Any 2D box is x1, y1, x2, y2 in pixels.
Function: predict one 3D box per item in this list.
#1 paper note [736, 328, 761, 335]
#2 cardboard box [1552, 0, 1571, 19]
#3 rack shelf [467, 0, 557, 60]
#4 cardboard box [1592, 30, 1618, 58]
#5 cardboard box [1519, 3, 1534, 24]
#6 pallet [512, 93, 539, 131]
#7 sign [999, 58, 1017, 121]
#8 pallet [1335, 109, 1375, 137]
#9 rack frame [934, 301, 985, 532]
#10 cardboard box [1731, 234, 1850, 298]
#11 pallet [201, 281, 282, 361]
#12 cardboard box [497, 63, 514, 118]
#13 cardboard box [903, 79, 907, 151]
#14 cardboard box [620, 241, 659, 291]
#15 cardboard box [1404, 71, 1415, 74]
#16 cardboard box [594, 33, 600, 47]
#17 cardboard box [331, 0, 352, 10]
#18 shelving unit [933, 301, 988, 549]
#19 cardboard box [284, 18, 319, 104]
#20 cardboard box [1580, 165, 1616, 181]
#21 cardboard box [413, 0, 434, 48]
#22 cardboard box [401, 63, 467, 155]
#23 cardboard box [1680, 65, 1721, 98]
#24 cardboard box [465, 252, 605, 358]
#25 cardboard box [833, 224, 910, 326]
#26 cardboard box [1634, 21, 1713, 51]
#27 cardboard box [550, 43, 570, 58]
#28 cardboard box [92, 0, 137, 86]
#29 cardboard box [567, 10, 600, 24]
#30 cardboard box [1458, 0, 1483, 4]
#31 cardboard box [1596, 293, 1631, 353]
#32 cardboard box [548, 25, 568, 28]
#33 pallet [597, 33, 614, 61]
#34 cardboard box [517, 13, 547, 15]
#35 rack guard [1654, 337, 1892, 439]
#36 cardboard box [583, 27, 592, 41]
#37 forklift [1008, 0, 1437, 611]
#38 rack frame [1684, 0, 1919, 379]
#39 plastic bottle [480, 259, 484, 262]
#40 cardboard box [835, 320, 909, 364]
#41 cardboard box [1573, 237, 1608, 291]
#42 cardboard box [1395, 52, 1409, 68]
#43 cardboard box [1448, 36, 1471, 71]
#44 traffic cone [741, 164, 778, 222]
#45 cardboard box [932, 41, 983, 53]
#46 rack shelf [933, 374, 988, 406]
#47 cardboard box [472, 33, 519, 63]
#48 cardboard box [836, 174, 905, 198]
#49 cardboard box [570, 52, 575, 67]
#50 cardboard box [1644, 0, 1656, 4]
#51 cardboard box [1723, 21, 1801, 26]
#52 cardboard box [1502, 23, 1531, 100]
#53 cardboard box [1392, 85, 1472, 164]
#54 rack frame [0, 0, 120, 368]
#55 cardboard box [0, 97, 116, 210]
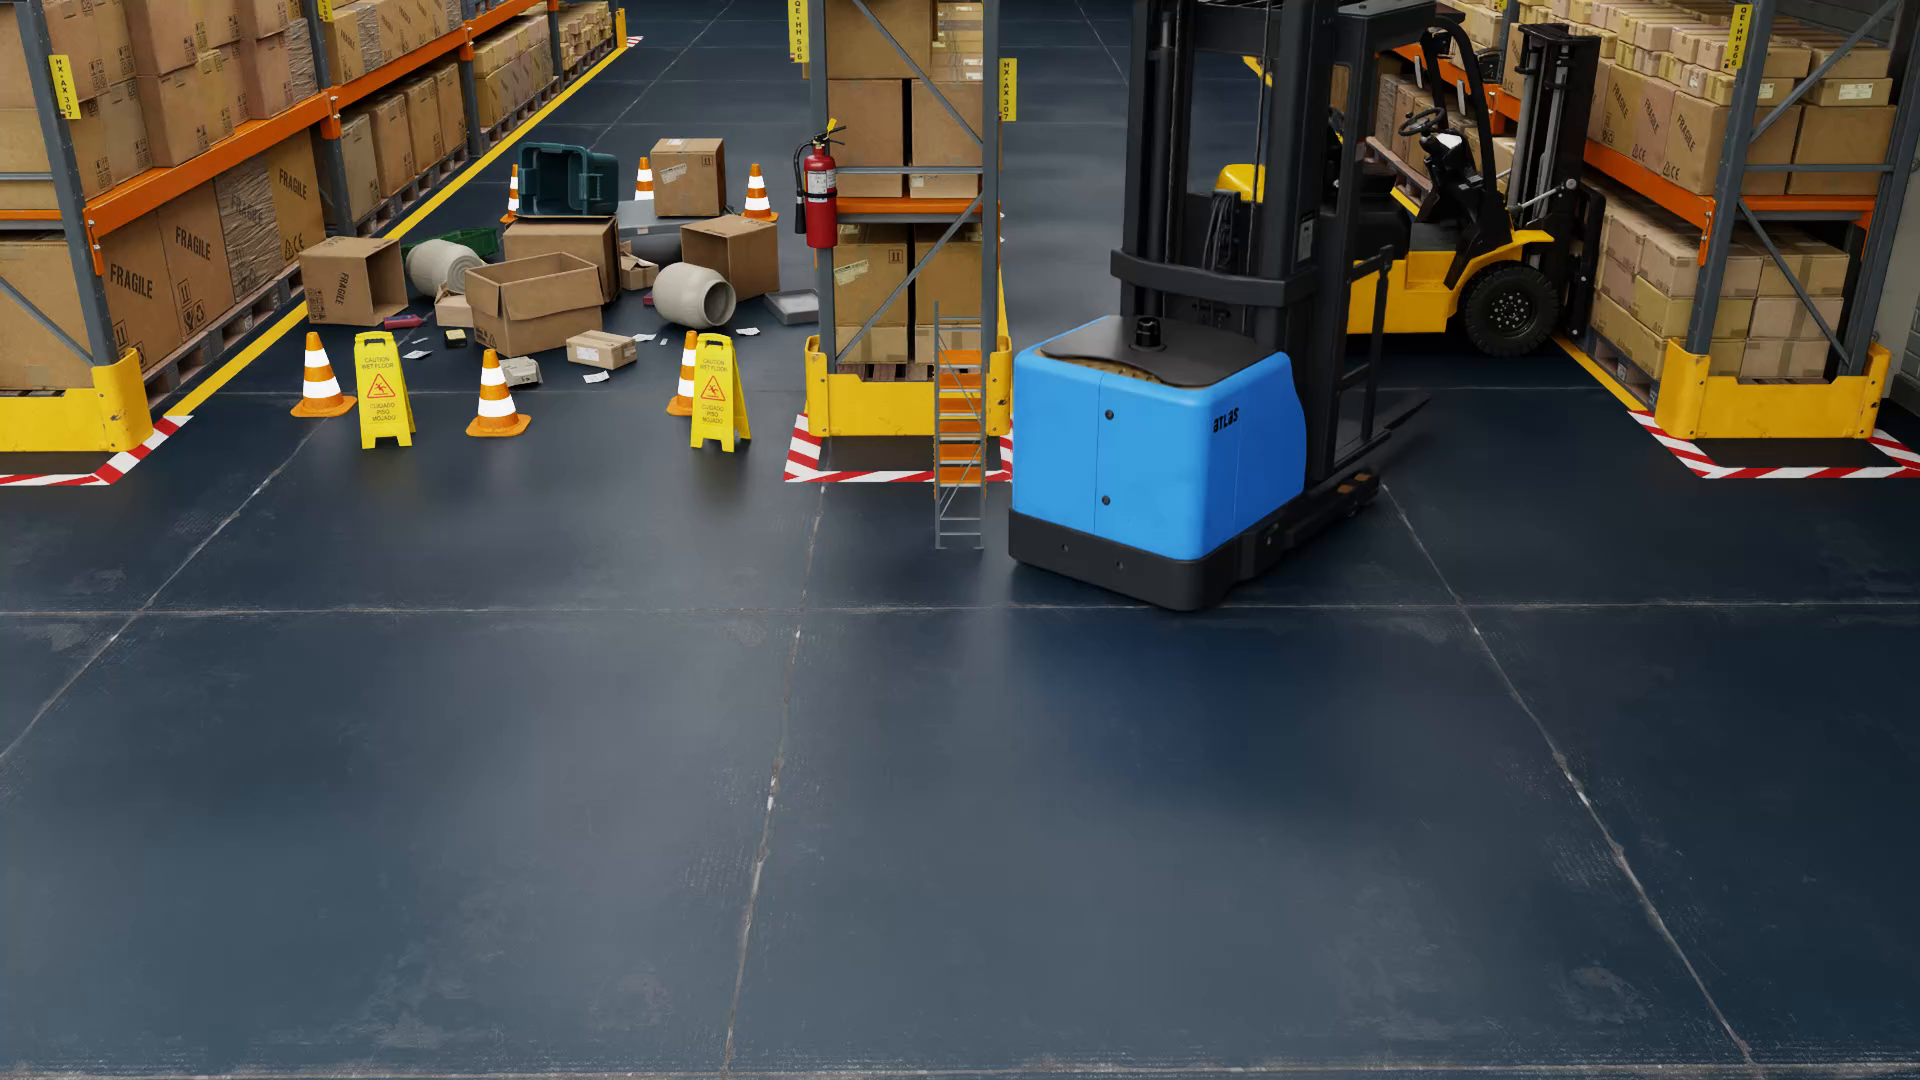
[{"bbox_3d":[-1.448,-1.433,11.382,0.142,0.019,0.148,-9,26,-19],"label":"paper note"},{"bbox_3d":[4.339,-3.701,11.524,0.380,0.149,0.250,0,24,1],"label":"cardboard box"},{"bbox_3d":[-5.350,-5.733,18.159,1.077,0.370,4.000,0,24,-1],"label":"rack shelf"},{"bbox_3d":[4.364,-3.247,10.882,0.380,0.149,0.250,-1,24,-2],"label":"cardboard box"},{"bbox_3d":[4.367,-3.885,12.291,0.380,0.149,0.250,-1,24,-1],"label":"cardboard box"},{"bbox_3d":[-5.346,-4.790,18.584,1.003,0.211,1.213,0,24,-1],"label":"pallet"},{"bbox_3d":[0.250,-2.401,8.868,0.100,0.325,0.005,0,24,-1],"label":"sign"},{"bbox_3d":[4.613,-4.362,17.638,1.003,0.211,1.213,0,24,-1],"label":"pallet"},{"bbox_3d":[-0.001,-0.578,8.073,0.240,1.200,0.006,0,24,-1],"label":"rack frame"},{"bbox_3d":[4.855,-1.621,9.808,0.500,0.250,0.500,-1,24,-1],"label":"cardboard box"},{"bbox_3d":[-5.339,-1.500,11.311,1.003,0.211,1.213,0,24,-1],"label":"pallet"},{"bbox_3d":[-5.090,-4.789,17.722,0.500,0.500,0.500,0,24,0],"label":"cardboard box"},{"bbox_3d":[-0.575,-2.614,9.907,0.500,0.500,0.500,0,24,0],"label":"cardboard box"},{"bbox_3d":[-2.474,-2.061,12.485,0.258,0.266,0.396,-19,31,-36],"label":"cardboard box"},{"bbox_3d":[4.859,-4.552,17.198,0.500,0.500,0.500,1,24,1],"label":"cardboard box"},{"bbox_3d":[-5.100,-6.788,22.569,0.380,0.149,0.250,-1,24,-3],"label":"cardboard box"},{"bbox_3d":[-5.304,-4.506,13.238,0.700,0.500,0.500,-1,24,-1],"label":"cardboard box"},{"bbox_3d":[0.000,-0.541,7.990,0.258,1.200,0.189,0,24,-1],"label":"shelving unit"},{"bbox_3d":[-5.269,-3.505,12.177,0.875,0.550,0.550,0,24,-1],"label":"cardboard box"},{"bbox_3d":[4.331,-2.454,11.649,0.500,0.250,0.500,1,24,1],"label":"cardboard box"},{"bbox_3d":[-5.046,-4.686,14.850,0.500,0.500,0.500,-1,24,-1],"label":"cardboard box"},{"bbox_3d":[-5.412,-4.152,16.010,1.050,0.750,0.750,-1,24,-1],"label":"cardboard box"},{"bbox_3d":[4.354,-2.616,9.485,0.380,0.149,0.250,0,24,0],"label":"cardboard box"},{"bbox_3d":[-2.843,-1.579,11.131,0.797,0.503,0.637,-19,31,-36],"label":"cardboard box"},{"bbox_3d":[-0.562,-1.613,10.094,0.500,0.500,0.500,0,24,0],"label":"cardboard box"},{"bbox_3d":[4.350,-3.070,10.129,0.380,0.149,0.250,0,24,1],"label":"cardboard box"},{"bbox_3d":[-5.056,-6.064,20.606,0.380,0.149,0.250,1,24,2],"label":"cardboard box"},{"bbox_3d":[-5.305,-2.880,9.485,0.875,0.550,0.550,0,24,-1],"label":"cardboard box"},{"bbox_3d":[-5.084,-7.052,22.431,0.380,0.149,0.250,1,24,1],"label":"cardboard box"},{"bbox_3d":[4.295,-4.472,13.590,0.380,0.149,0.250,-1,24,-2],"label":"cardboard box"},{"bbox_3d":[4.354,-1.364,10.452,0.500,0.250,0.500,0,24,-1],"label":"cardboard box"},{"bbox_3d":[-5.165,-6.409,21.009,0.380,0.149,0.250,-1,24,-1],"label":"cardboard box"},{"bbox_3d":[-5.442,-6.896,23.242,1.003,0.211,1.213,0,24,-1],"label":"pallet"},{"bbox_3d":[-5.716,-6.937,22.176,0.380,0.149,0.250,0,24,0],"label":"cardboard box"},{"bbox_3d":[4.671,-0.879,9.587,1.175,0.500,0.348,0,24,-1],"label":"rack guard"},{"bbox_3d":[-5.084,-6.698,22.009,0.380,0.149,0.250,0,24,0],"label":"cardboard box"},{"bbox_3d":[1.528,-1.563,8.148,1.130,2.935,3.031,18,30,34],"label":"forklift"},{"bbox_3d":[4.671,-2.028,9.094,1.000,3.000,0.127,0,24,-1],"label":"rack frame"},{"bbox_3d":[-3.773,-2.142,12.913,0.133,0.061,0.283,-14,28,-28],"label":"plastic bottle"},{"bbox_3d":[-0.571,-1.284,10.277,0.500,0.250,0.500,0,24,-1],"label":"cardboard box"},{"bbox_3d":[4.331,-1.813,10.838,0.500,0.250,0.500,-1,24,-2],"label":"cardboard box"},{"bbox_3d":[4.830,-5.100,17.624,0.380,0.149,0.250,0,24,0],"label":"cardboard box"},{"bbox_3d":[4.349,-4.021,13.684,0.500,0.250,0.500,0,24,-1],"label":"cardboard box"},{"bbox_3d":[-1.750,-3.001,14.324,0.336,0.463,0.334,0,24,-1],"label":"traffic cone"},{"bbox_3d":[-0.036,-2.805,10.330,0.500,0.500,0.500,-1,24,-2],"label":"cardboard box"},{"bbox_3d":[0.000,-0.719,7.909,0.258,0.103,0.180,0,24,-1],"label":"rack shelf"},{"bbox_3d":[-5.092,-5.329,18.006,0.500,0.250,0.500,0,24,0],"label":"cardboard box"},{"bbox_3d":[-0.511,-2.043,9.431,0.380,0.149,0.250,1,24,1],"label":"cardboard box"},{"bbox_3d":[-5.058,-6.038,20.911,0.380,0.149,0.250,0,24,1],"label":"cardboard box"},{"bbox_3d":[4.975,-3.707,11.537,0.380,0.149,0.250,-1,24,-2],"label":"cardboard box"},{"bbox_3d":[4.879,-3.071,10.131,0.380,0.149,0.250,0,24,1],"label":"cardboard box"},{"bbox_3d":[4.371,-3.538,12.311,0.500,0.500,0.500,-1,24,-2],"label":"cardboard box"},{"bbox_3d":[4.591,-3.907,15.622,0.875,0.625,0.625,1,24,1],"label":"cardboard box"},{"bbox_3d":[-5.241,-1.940,8.900,1.000,3.000,0.127,0,24,-1],"label":"rack frame"},{"bbox_3d":[-5.291,-2.161,9.206,0.875,0.550,0.550,0,24,-1],"label":"cardboard box"}]
